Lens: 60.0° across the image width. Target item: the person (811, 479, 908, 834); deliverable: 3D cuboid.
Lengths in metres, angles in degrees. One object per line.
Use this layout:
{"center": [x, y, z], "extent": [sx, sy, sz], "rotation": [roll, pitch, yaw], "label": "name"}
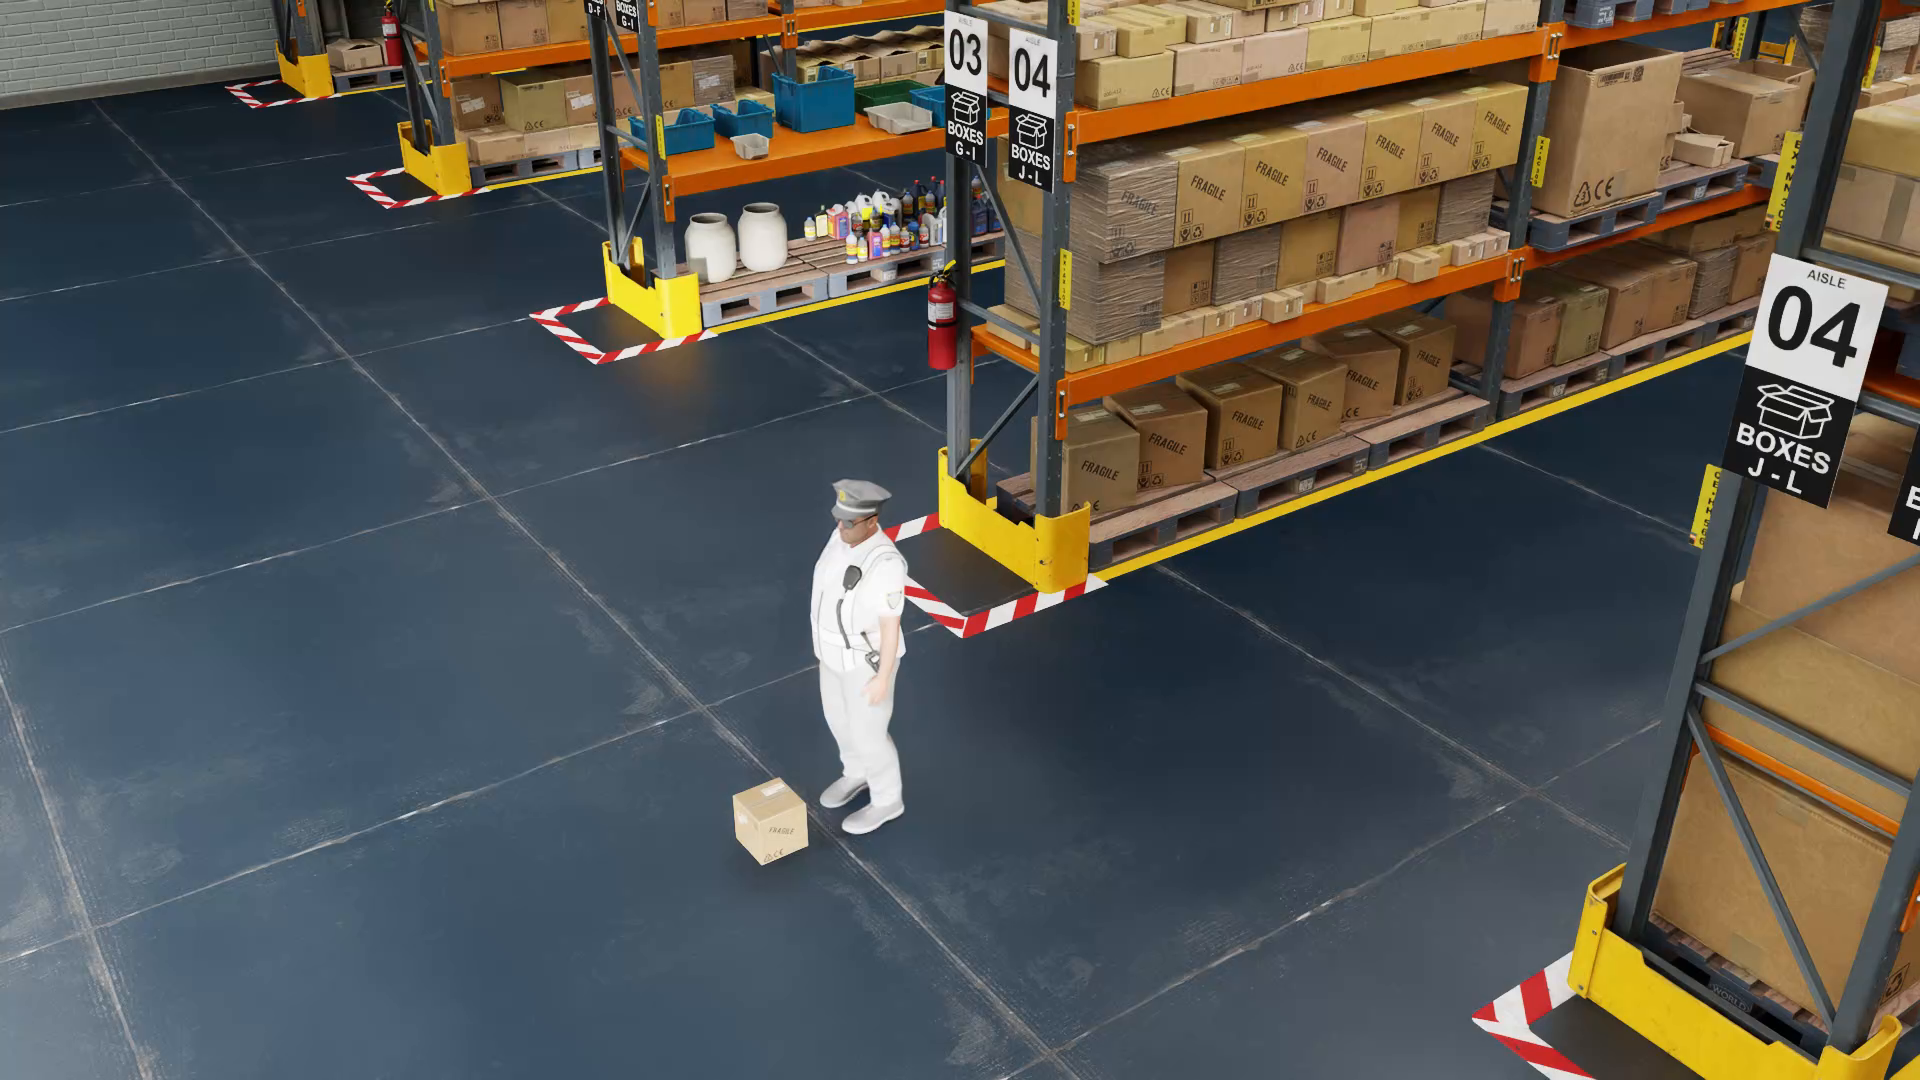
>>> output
{"center": [-0.467, 0.531, 7.644], "extent": [0.393, 1.767, 0.527], "rotation": [-18, 33, -29], "label": "person"}
